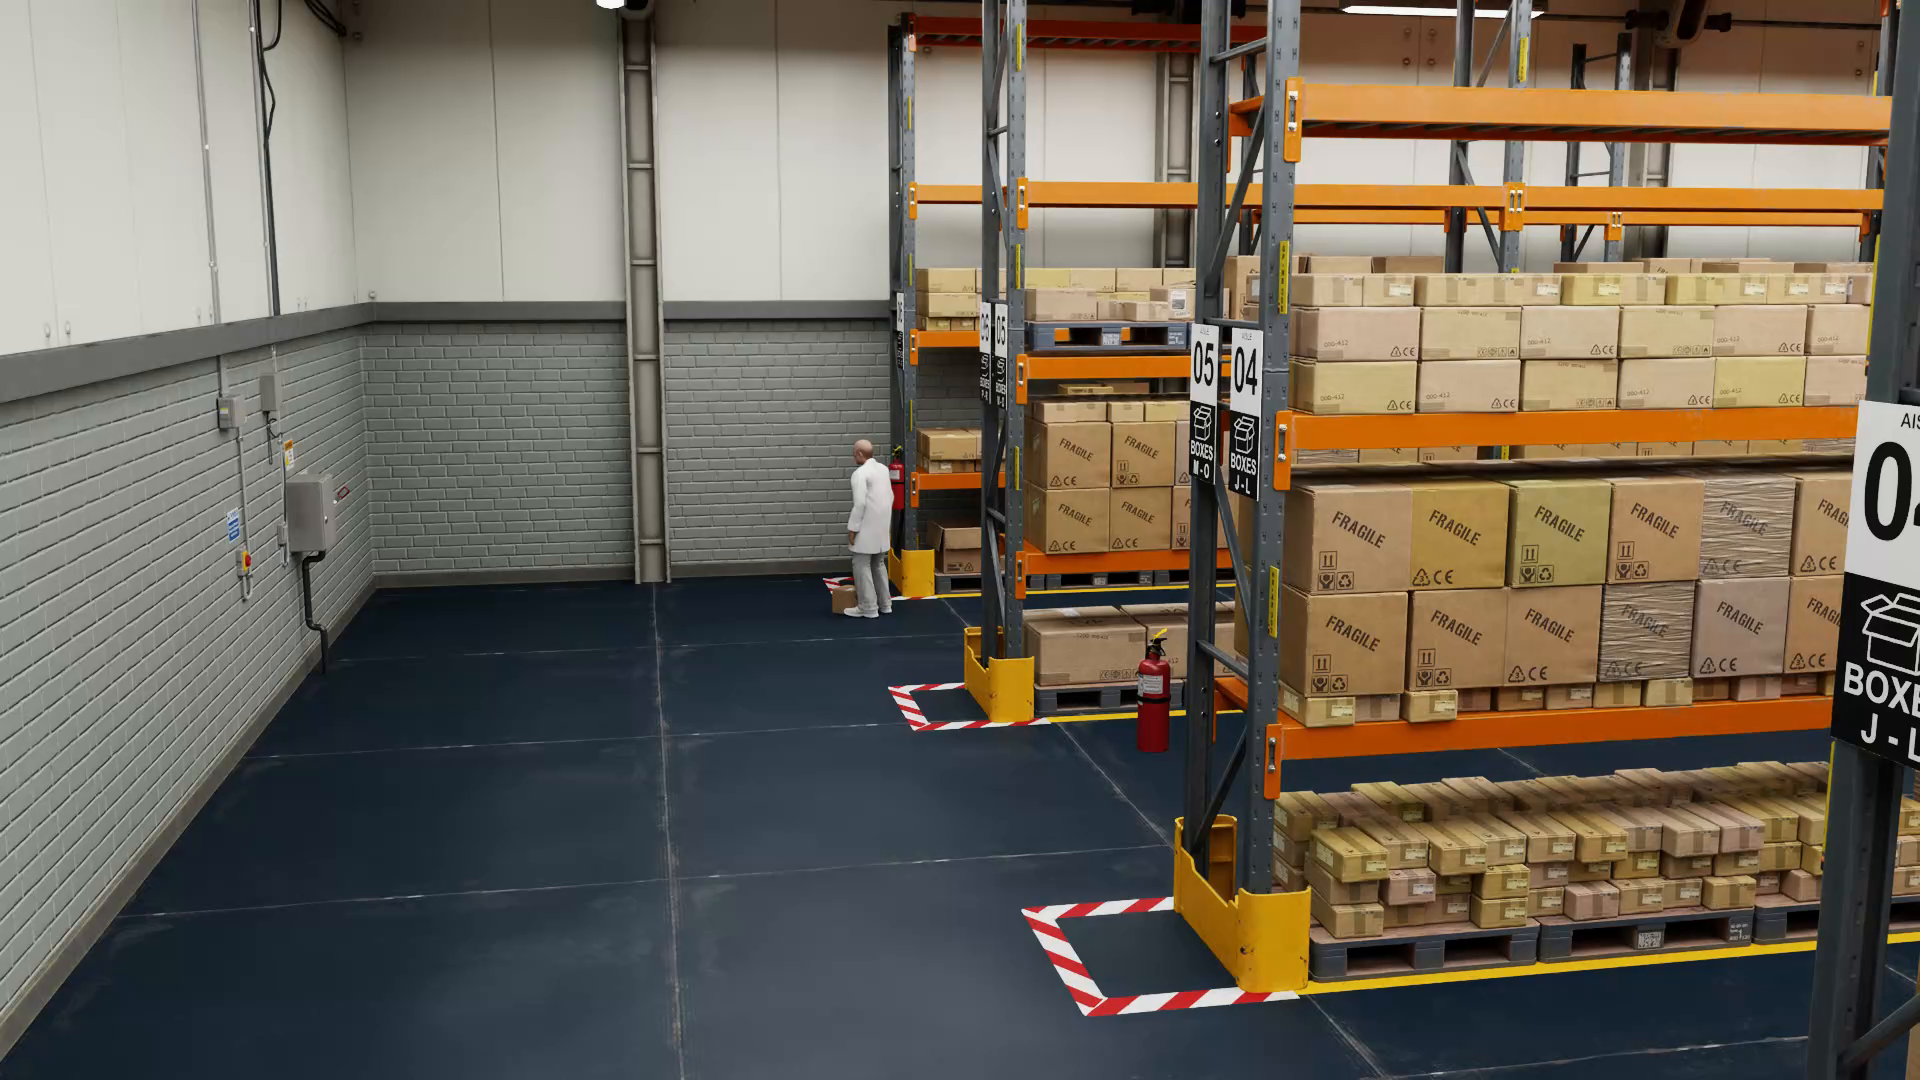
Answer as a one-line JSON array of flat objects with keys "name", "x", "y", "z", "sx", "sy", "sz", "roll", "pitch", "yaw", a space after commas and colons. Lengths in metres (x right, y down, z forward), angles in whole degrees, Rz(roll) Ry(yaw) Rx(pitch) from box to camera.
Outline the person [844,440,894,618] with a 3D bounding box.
[{"name": "person", "x": -0.909, "y": -0.122, "z": 16.665, "sx": 0.427, "sy": 1.773, "sz": 0.642, "roll": 6, "pitch": 11, "yaw": 32}]
